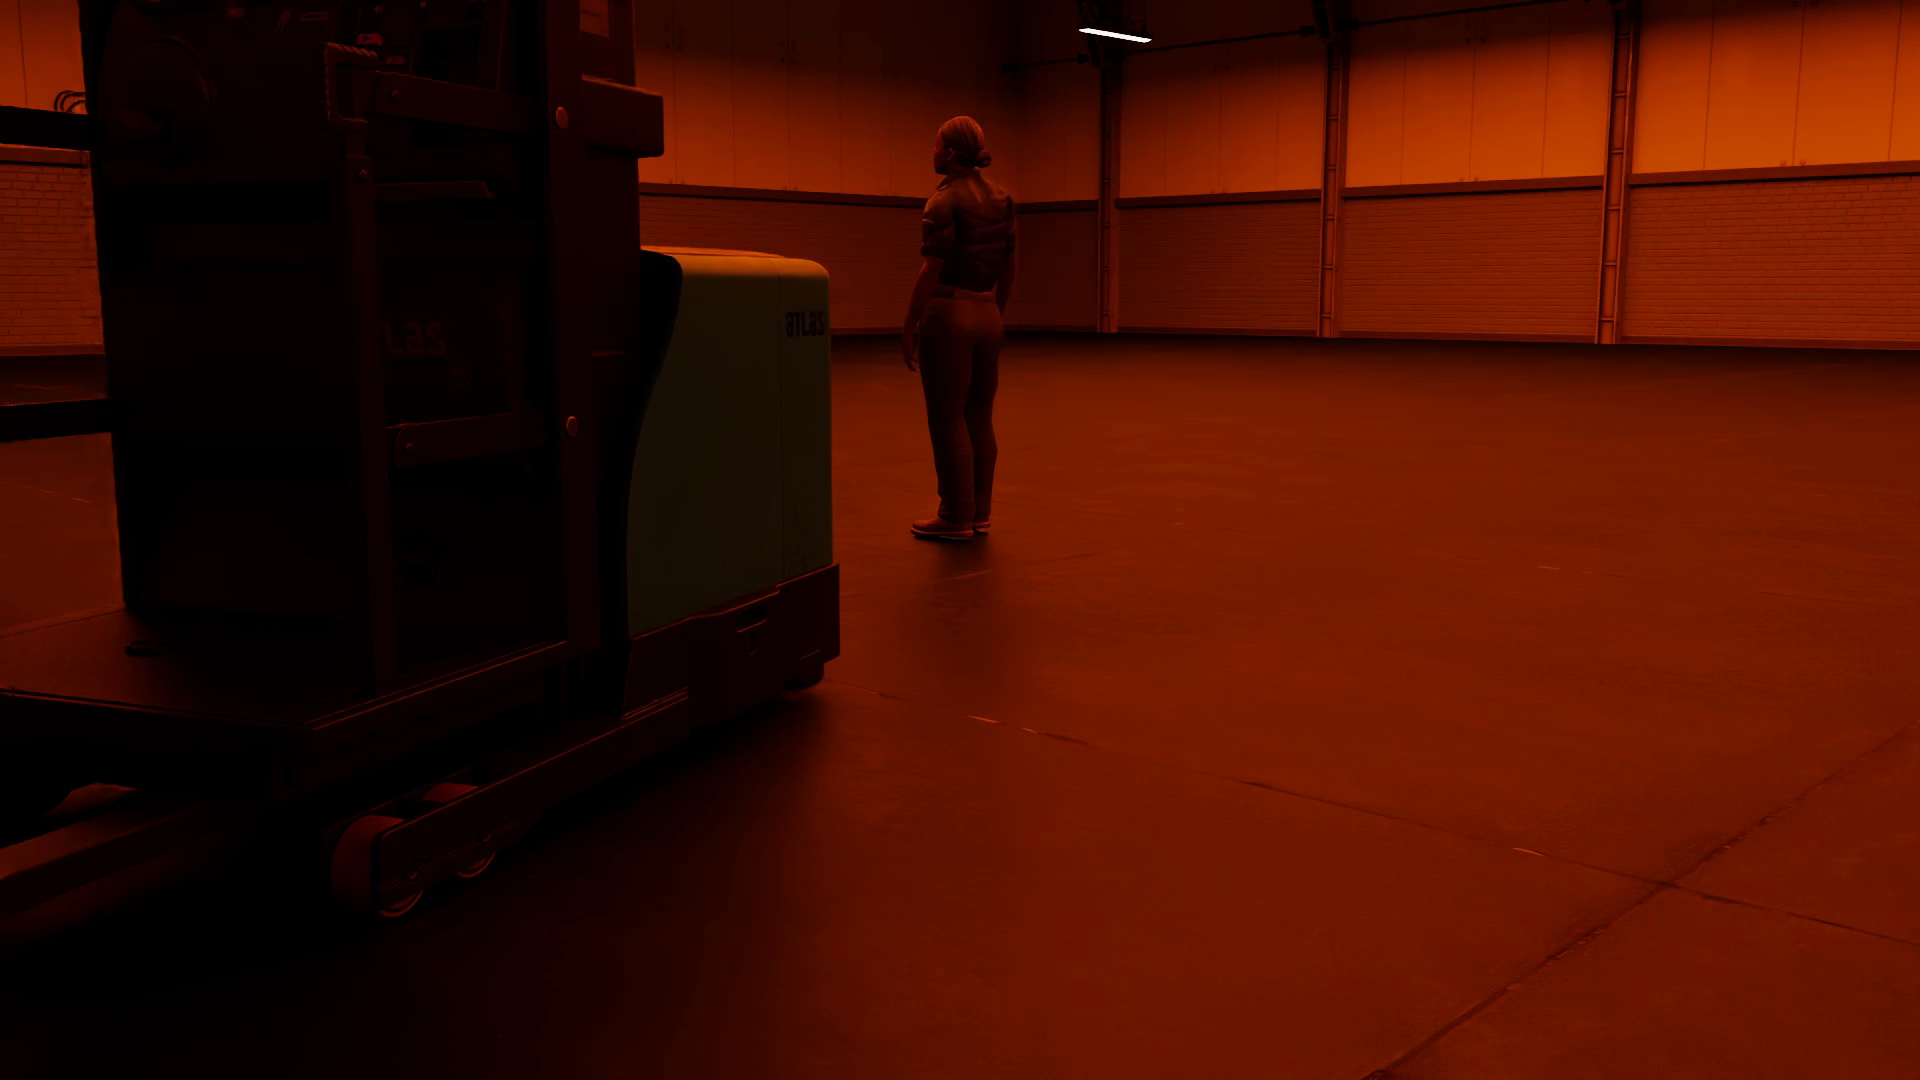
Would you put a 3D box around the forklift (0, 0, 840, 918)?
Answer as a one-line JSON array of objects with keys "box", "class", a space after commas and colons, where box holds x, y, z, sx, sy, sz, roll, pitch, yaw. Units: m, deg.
[{"box": [-1.301, -0.910, 2.914, 1.130, 2.935, 3.031, 3, 9, 20], "class": "forklift"}]

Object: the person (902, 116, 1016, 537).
[{"box": [-0.049, -0.836, 6.667, 0.504, 1.654, 0.570, 8, 12, 43], "class": "person"}]
